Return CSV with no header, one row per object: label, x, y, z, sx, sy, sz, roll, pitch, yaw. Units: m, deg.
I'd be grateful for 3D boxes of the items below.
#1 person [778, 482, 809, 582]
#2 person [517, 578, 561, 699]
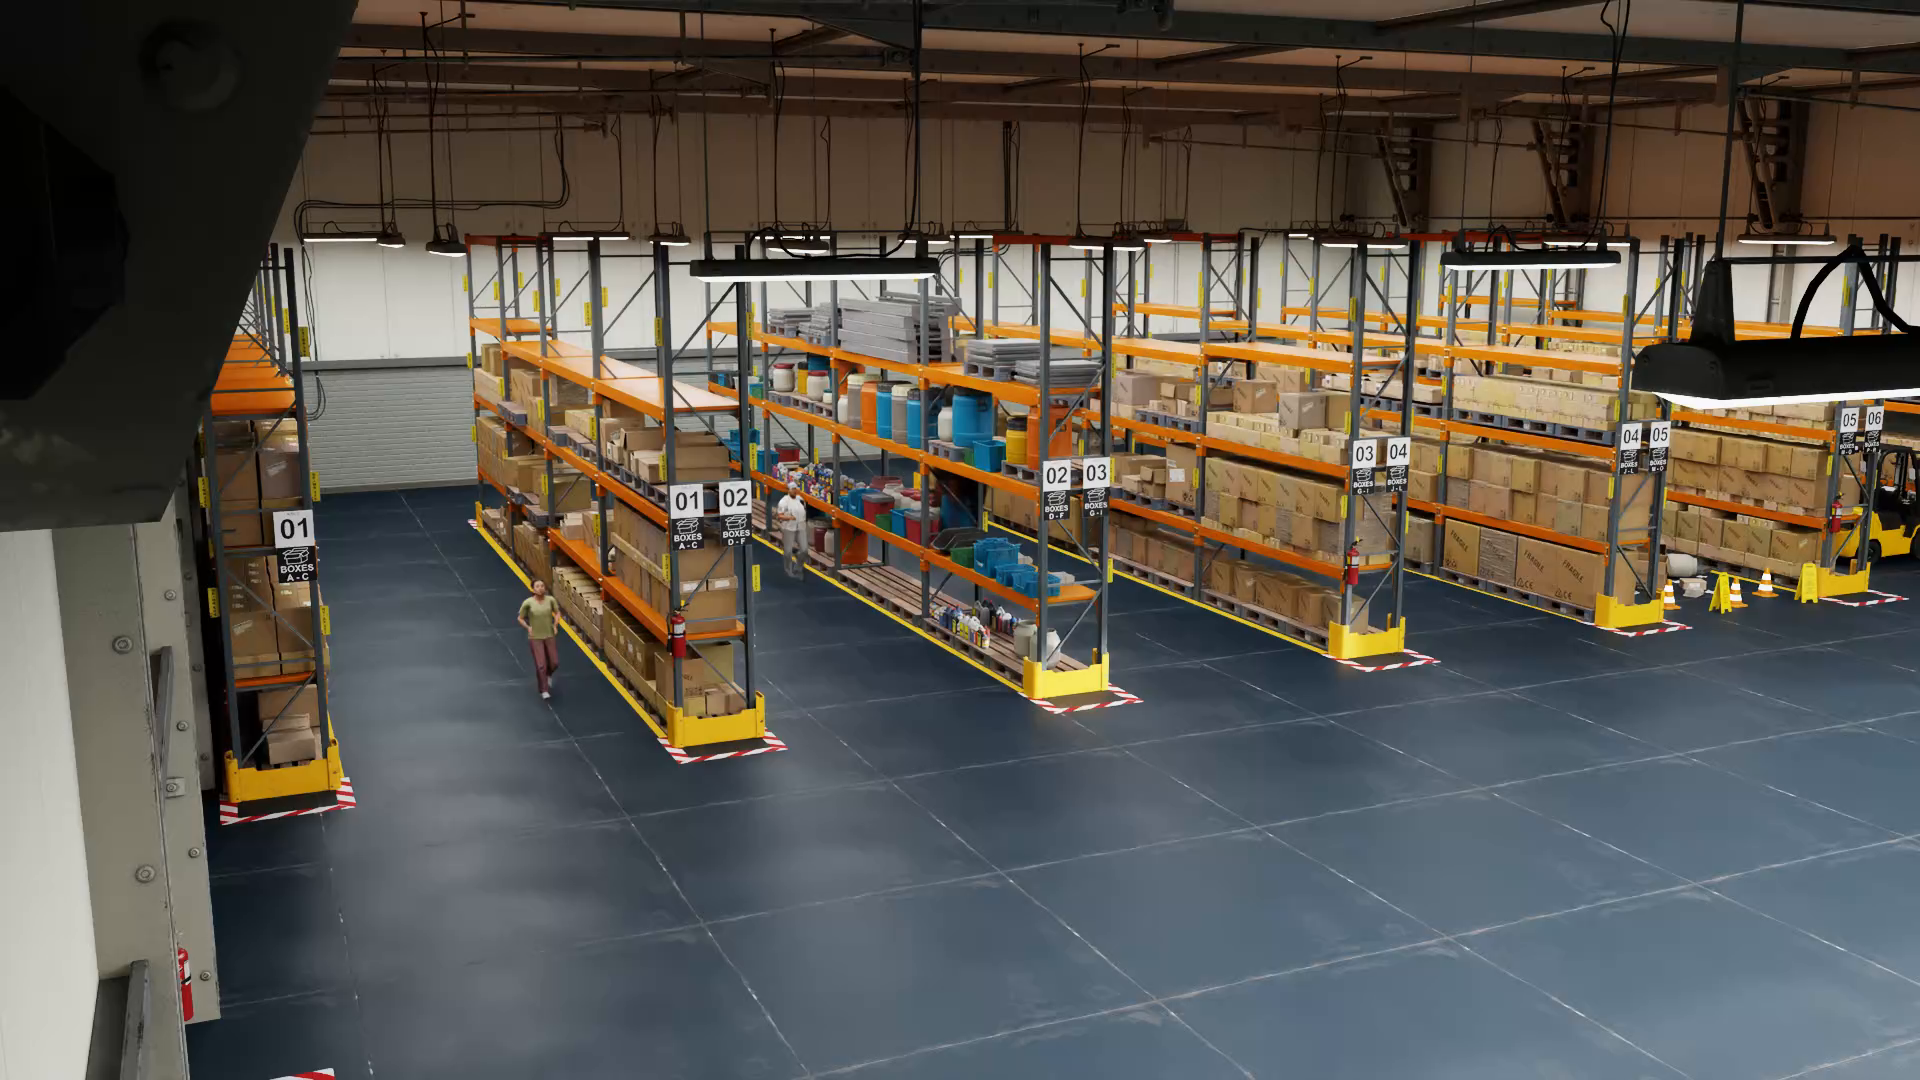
person,-2.782,-0.122,28.149,0.587,1.732,0.610,-6,12,-27
person,-5.589,1.293,22.187,0.577,1.620,0.566,-5,12,-24
